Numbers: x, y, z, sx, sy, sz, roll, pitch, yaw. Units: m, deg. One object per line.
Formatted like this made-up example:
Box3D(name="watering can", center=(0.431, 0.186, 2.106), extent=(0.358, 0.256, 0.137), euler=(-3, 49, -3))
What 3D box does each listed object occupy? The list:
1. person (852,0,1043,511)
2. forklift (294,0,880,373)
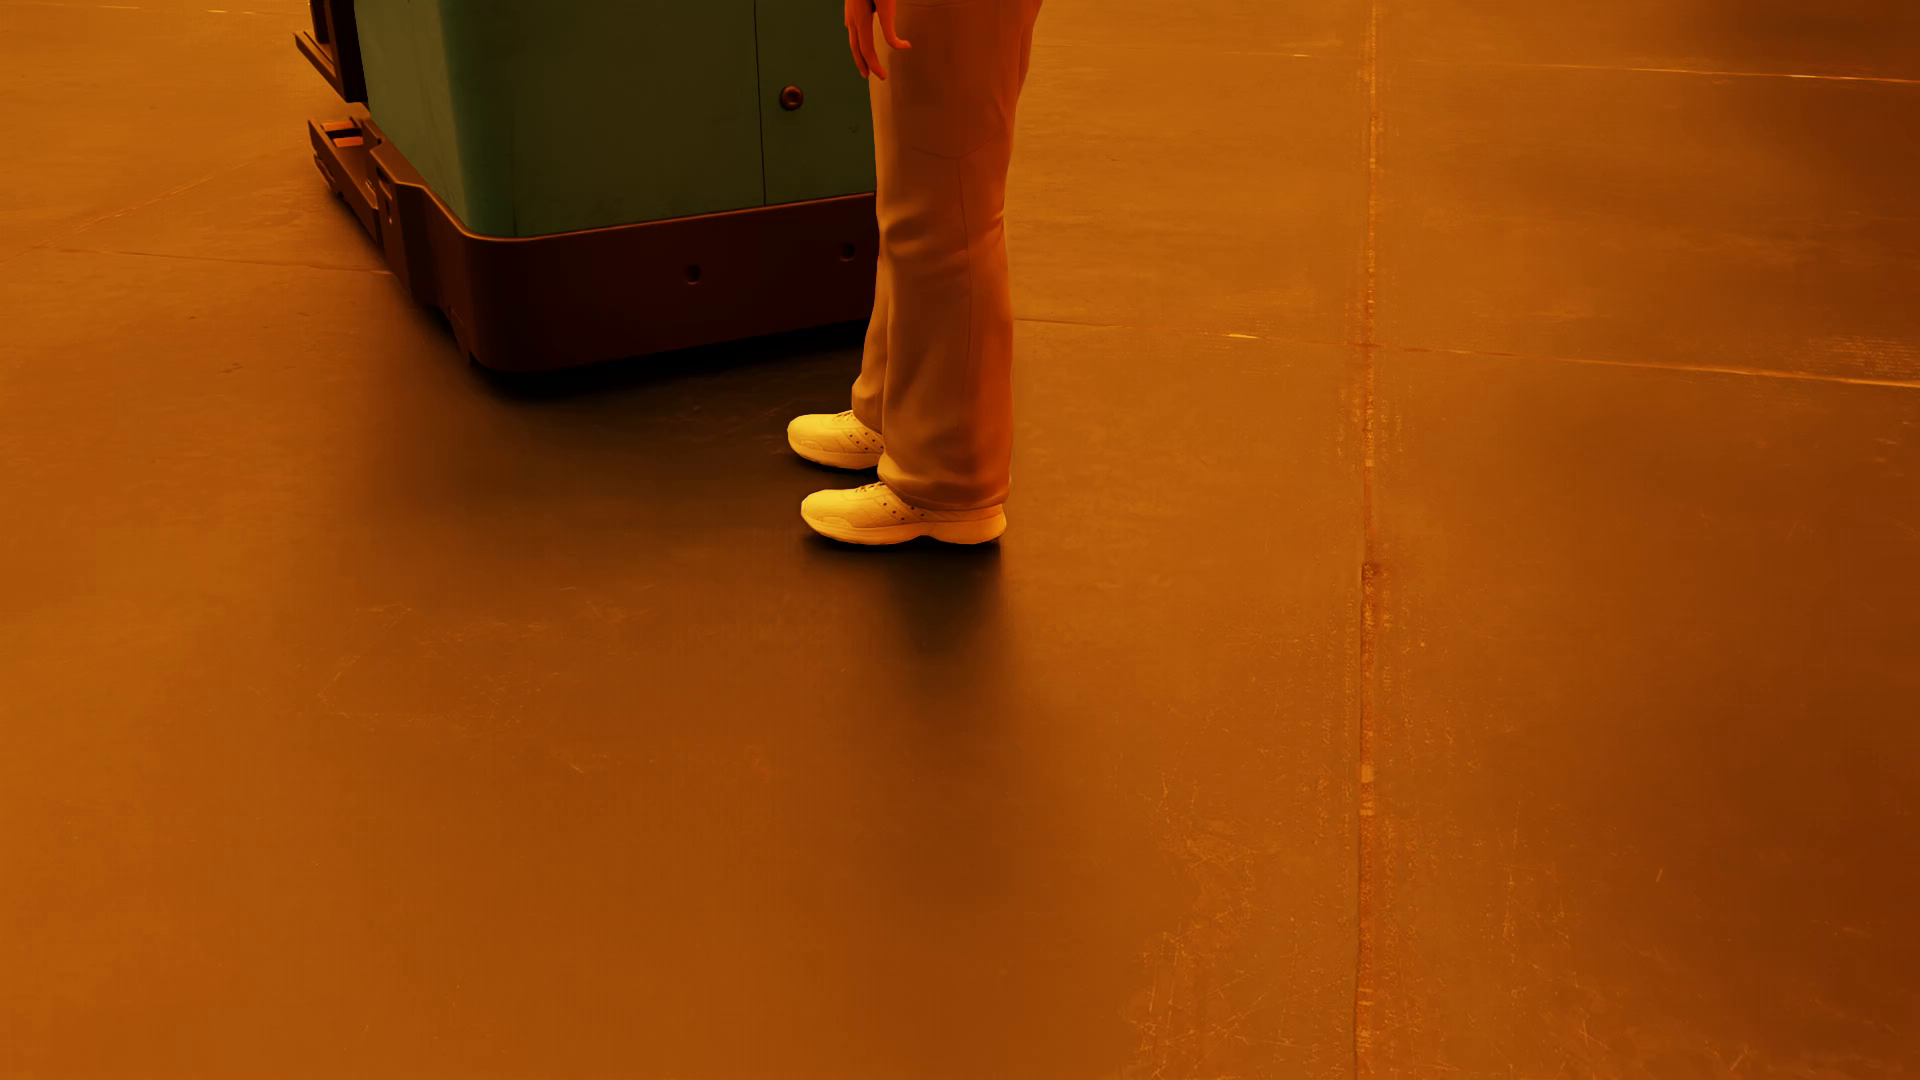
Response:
Box3D(name="person", center=(-0.028, -0.680, 2.174), extent=(0.392, 1.362, 0.516), euler=(6, 27, 11))
Box3D(name="forklift", center=(-1.037, -2.236, 3.677), extent=(1.130, 2.935, 3.031), euler=(-13, 30, -24))
